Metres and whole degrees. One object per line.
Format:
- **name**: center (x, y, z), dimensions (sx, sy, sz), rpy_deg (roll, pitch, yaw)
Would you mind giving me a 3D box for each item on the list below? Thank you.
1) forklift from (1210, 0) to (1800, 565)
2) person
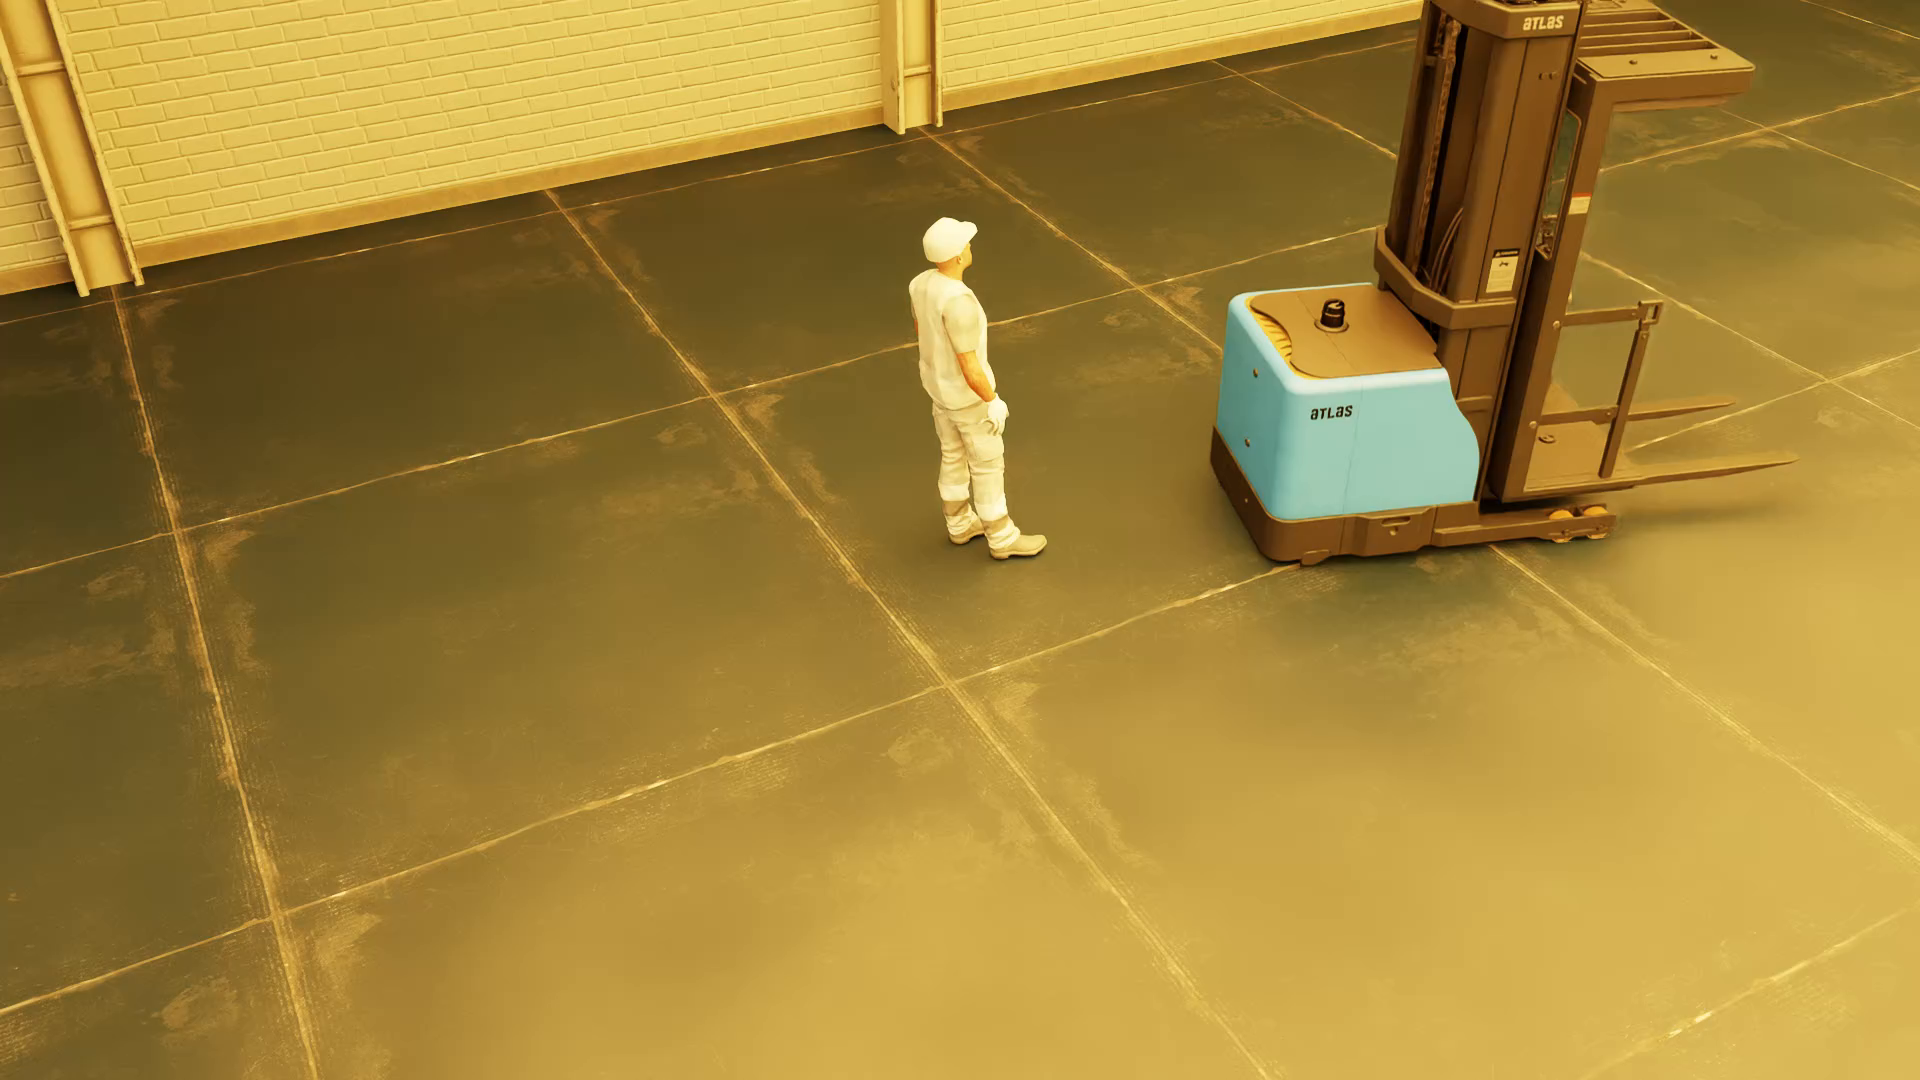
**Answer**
- **forklift**: center (2.942, -1.478, 8.215), dimensions (3.031, 2.935, 1.130), rpy_deg (-6, 36, -9)
- **person**: center (0.077, -0.753, 8.164), dimensions (0.562, 1.790, 0.637), rpy_deg (-17, 39, -23)
